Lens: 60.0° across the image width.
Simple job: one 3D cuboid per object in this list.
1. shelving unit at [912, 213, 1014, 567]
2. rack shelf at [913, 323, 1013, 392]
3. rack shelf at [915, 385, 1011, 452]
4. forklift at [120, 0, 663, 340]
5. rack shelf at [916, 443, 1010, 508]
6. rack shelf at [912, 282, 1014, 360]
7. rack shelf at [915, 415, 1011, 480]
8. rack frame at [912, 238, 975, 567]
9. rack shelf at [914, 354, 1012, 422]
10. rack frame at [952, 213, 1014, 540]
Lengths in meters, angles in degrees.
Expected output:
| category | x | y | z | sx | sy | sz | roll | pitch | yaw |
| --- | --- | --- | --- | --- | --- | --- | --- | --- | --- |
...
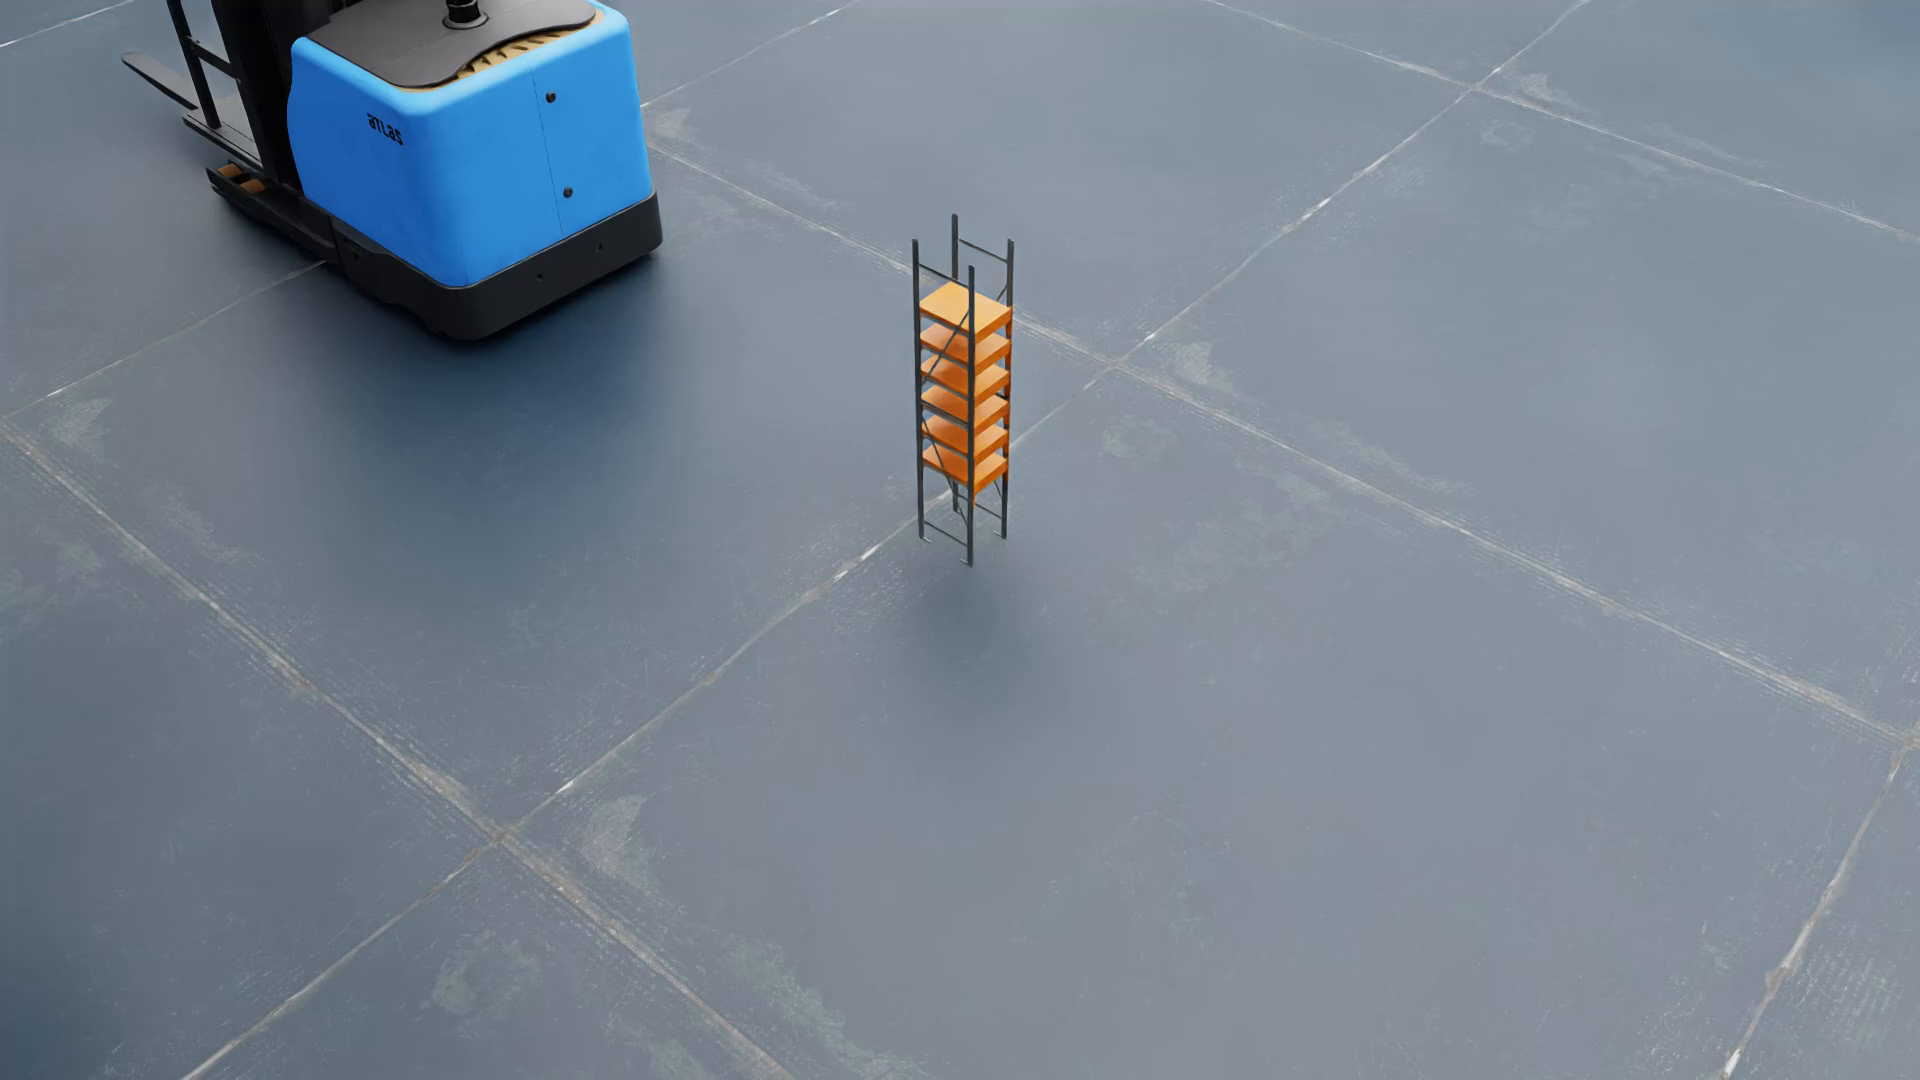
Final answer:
| category | x | y | z | sx | sy | sz | roll | pitch | yaw |
| --- | --- | --- | --- | --- | --- | --- | --- | --- | --- |
| shelving unit | 0.009 | -0.451 | 5.355 | 0.258 | 1.200 | 0.189 | 29 | 50 | 28 |
| rack shelf | 0.009 | -0.596 | 5.223 | 0.258 | 0.103 | 0.180 | 29 | 50 | 28 |
| rack shelf | 0.009 | -0.419 | 5.384 | 0.258 | 0.103 | 0.180 | 29 | 50 | 28 |
| forklift | -2.686 | -2.727 | 6.571 | 3.031 | 2.935 | 1.130 | 31 | 51 | 30 |
| rack shelf | 0.009 | -0.241 | 5.546 | 0.258 | 0.103 | 0.180 | 29 | 50 | 28 |
| rack shelf | 0.009 | -0.685 | 5.142 | 0.258 | 0.103 | 0.180 | 29 | 50 | 28 |
| rack shelf | 0.009 | -0.330 | 5.465 | 0.258 | 0.103 | 0.180 | 29 | 50 | 28 |
| rack frame | -0.050 | -0.404 | 5.303 | 0.240 | 1.200 | 0.006 | 29 | 50 | 28 |
| rack shelf | 0.009 | -0.507 | 5.304 | 0.258 | 0.103 | 0.180 | 29 | 50 | 28 |
| rack frame | 0.068 | -0.498 | 5.406 | 0.240 | 1.200 | 0.006 | 29 | 50 | 28 |
